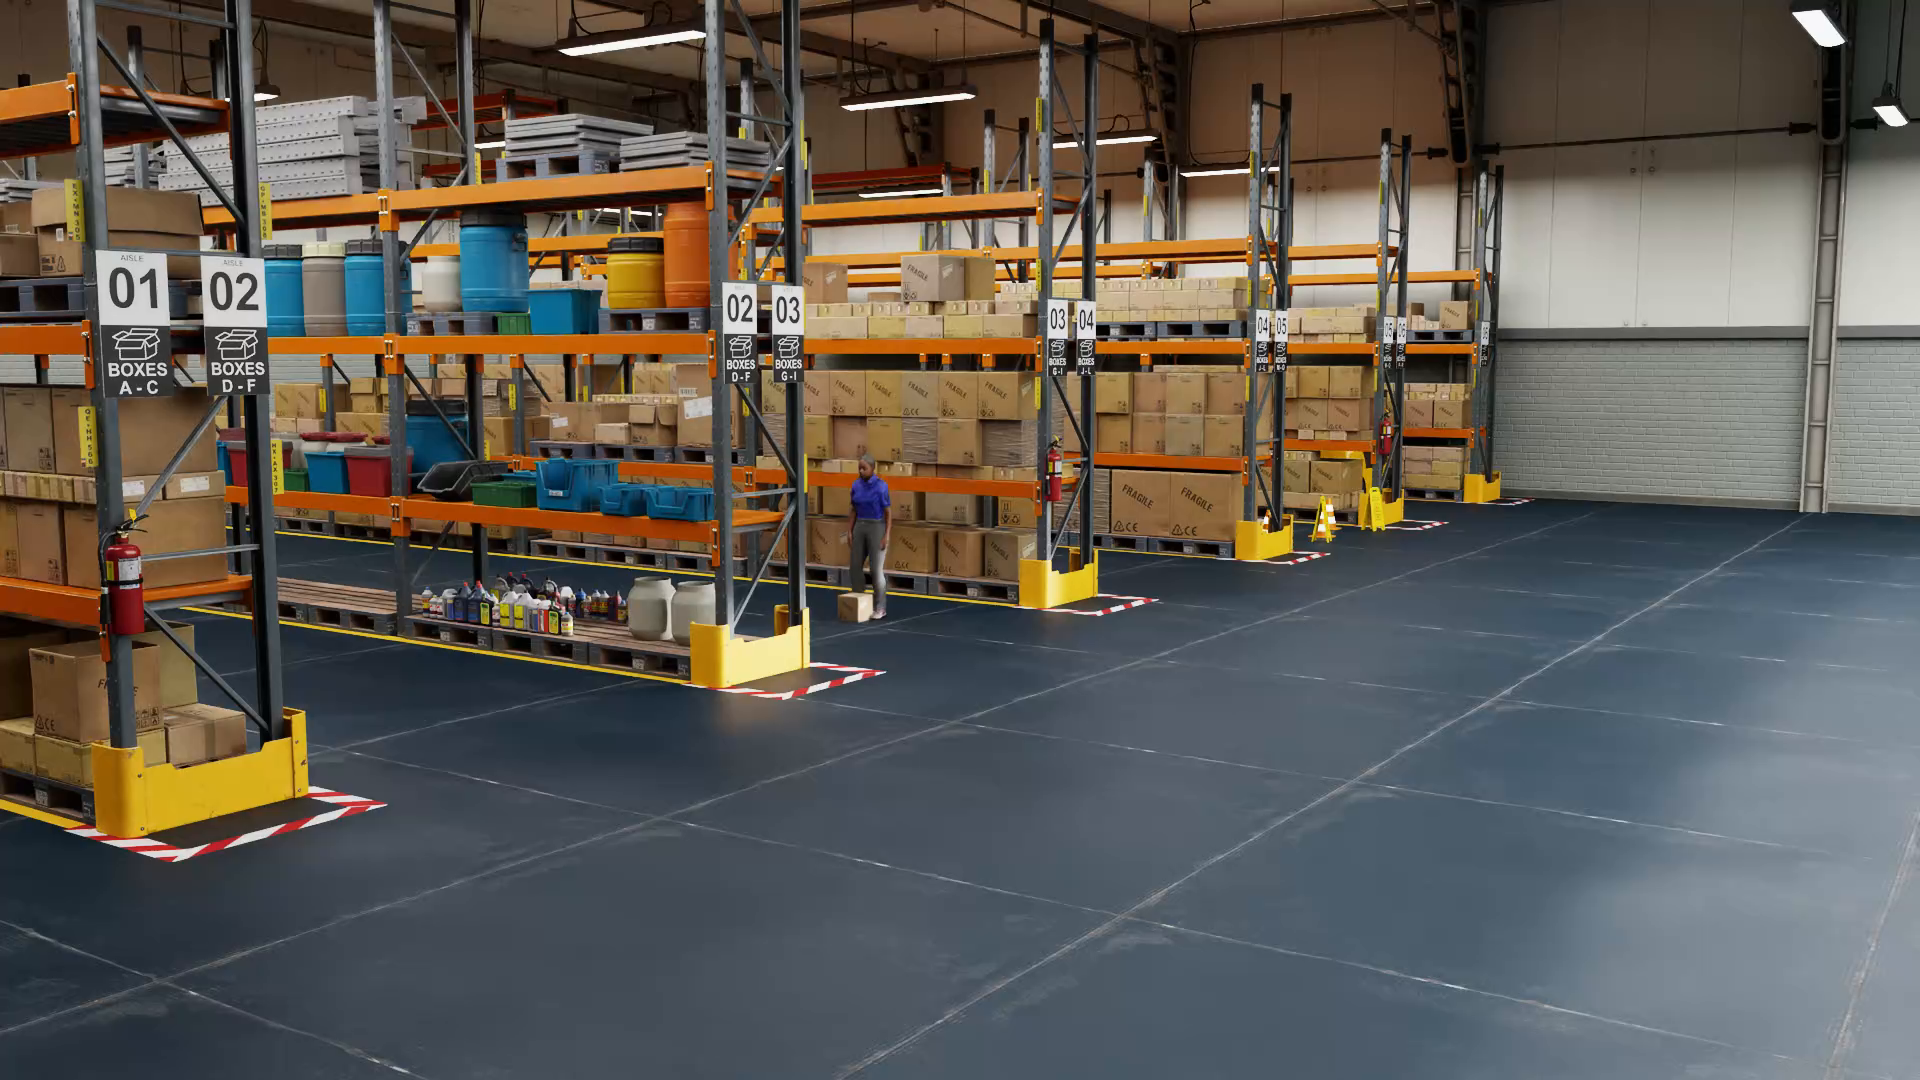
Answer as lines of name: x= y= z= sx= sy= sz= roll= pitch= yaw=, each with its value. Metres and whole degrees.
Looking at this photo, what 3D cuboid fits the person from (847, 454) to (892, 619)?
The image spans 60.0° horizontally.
person: x=-0.924 y=-0.046 z=16.723 sx=0.512 sy=1.653 sz=0.348 roll=4 pitch=8 yaw=31
